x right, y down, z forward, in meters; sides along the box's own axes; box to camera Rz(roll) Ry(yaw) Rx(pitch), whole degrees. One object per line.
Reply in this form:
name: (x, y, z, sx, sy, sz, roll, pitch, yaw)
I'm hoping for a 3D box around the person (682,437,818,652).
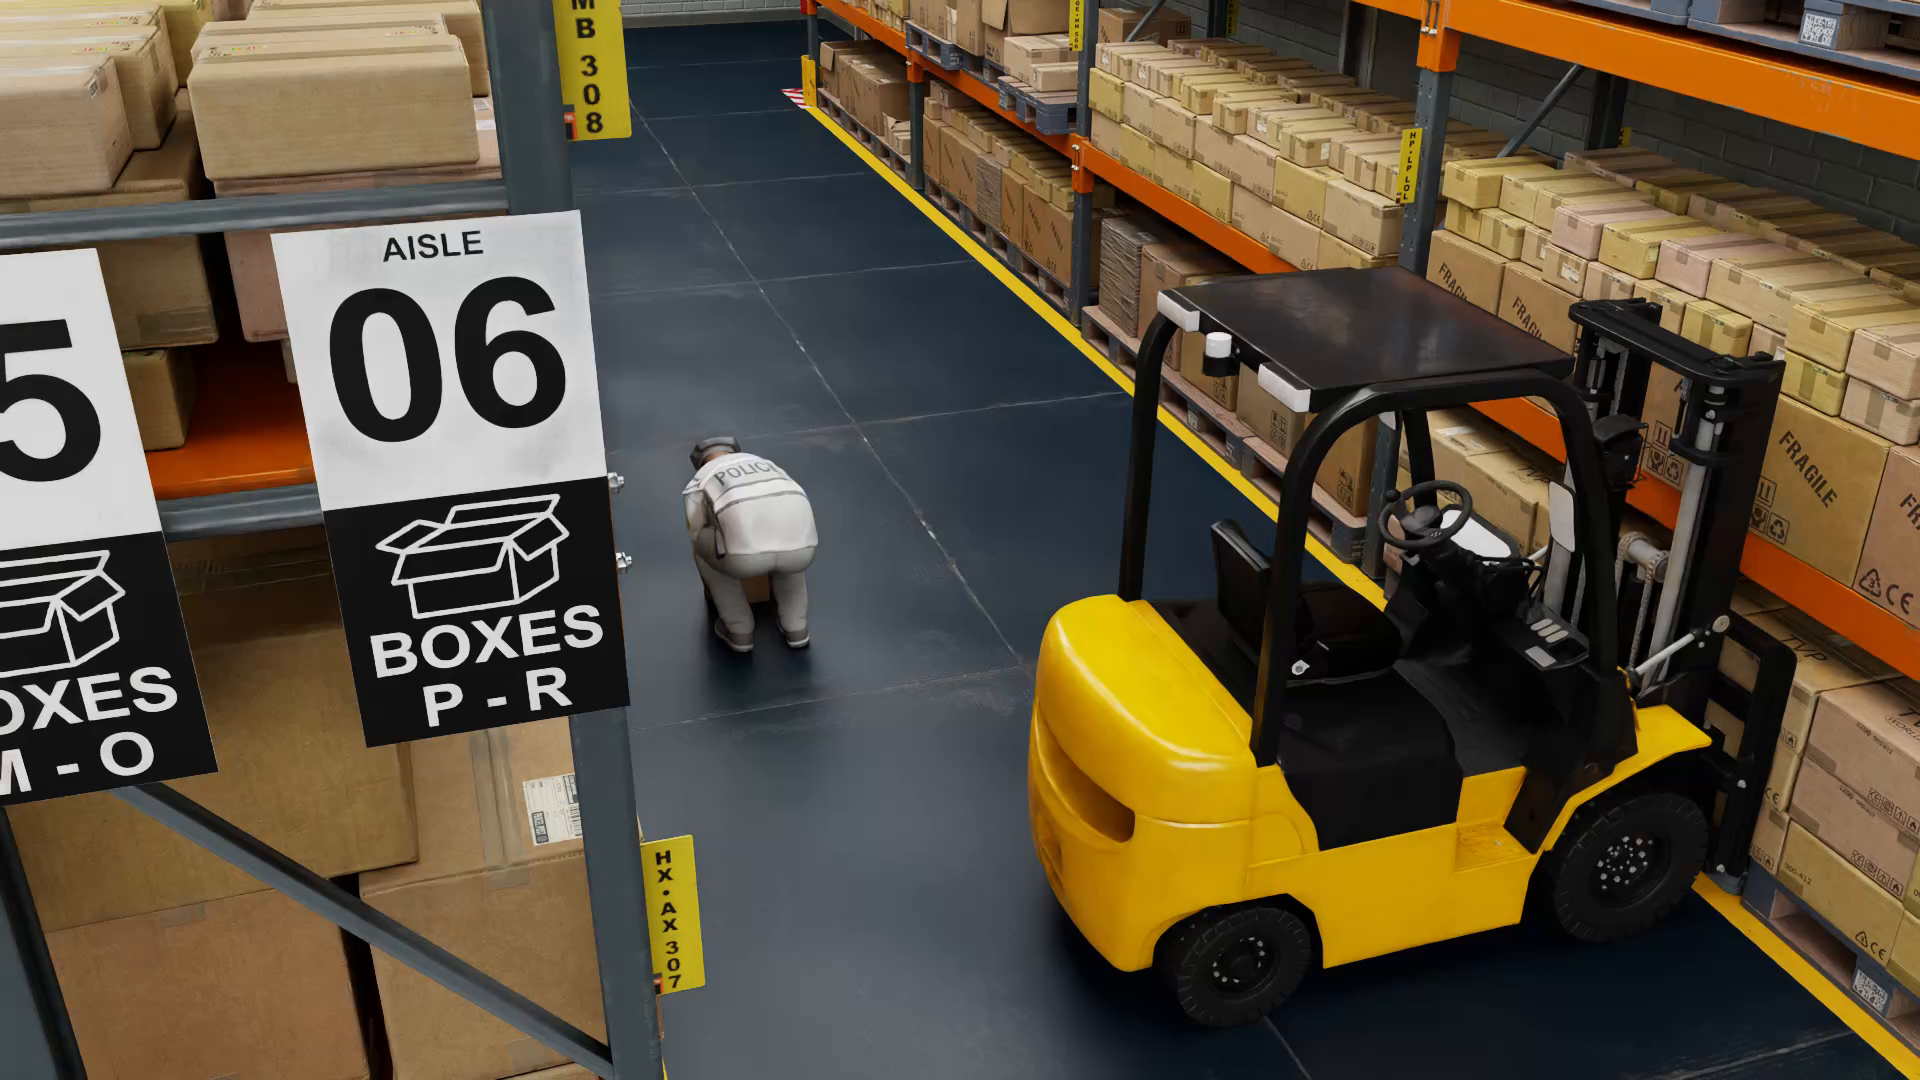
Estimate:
person: (-0.971, 0.023, 7.639, 0.525, 0.841, 1.030, -9, 28, -18)
